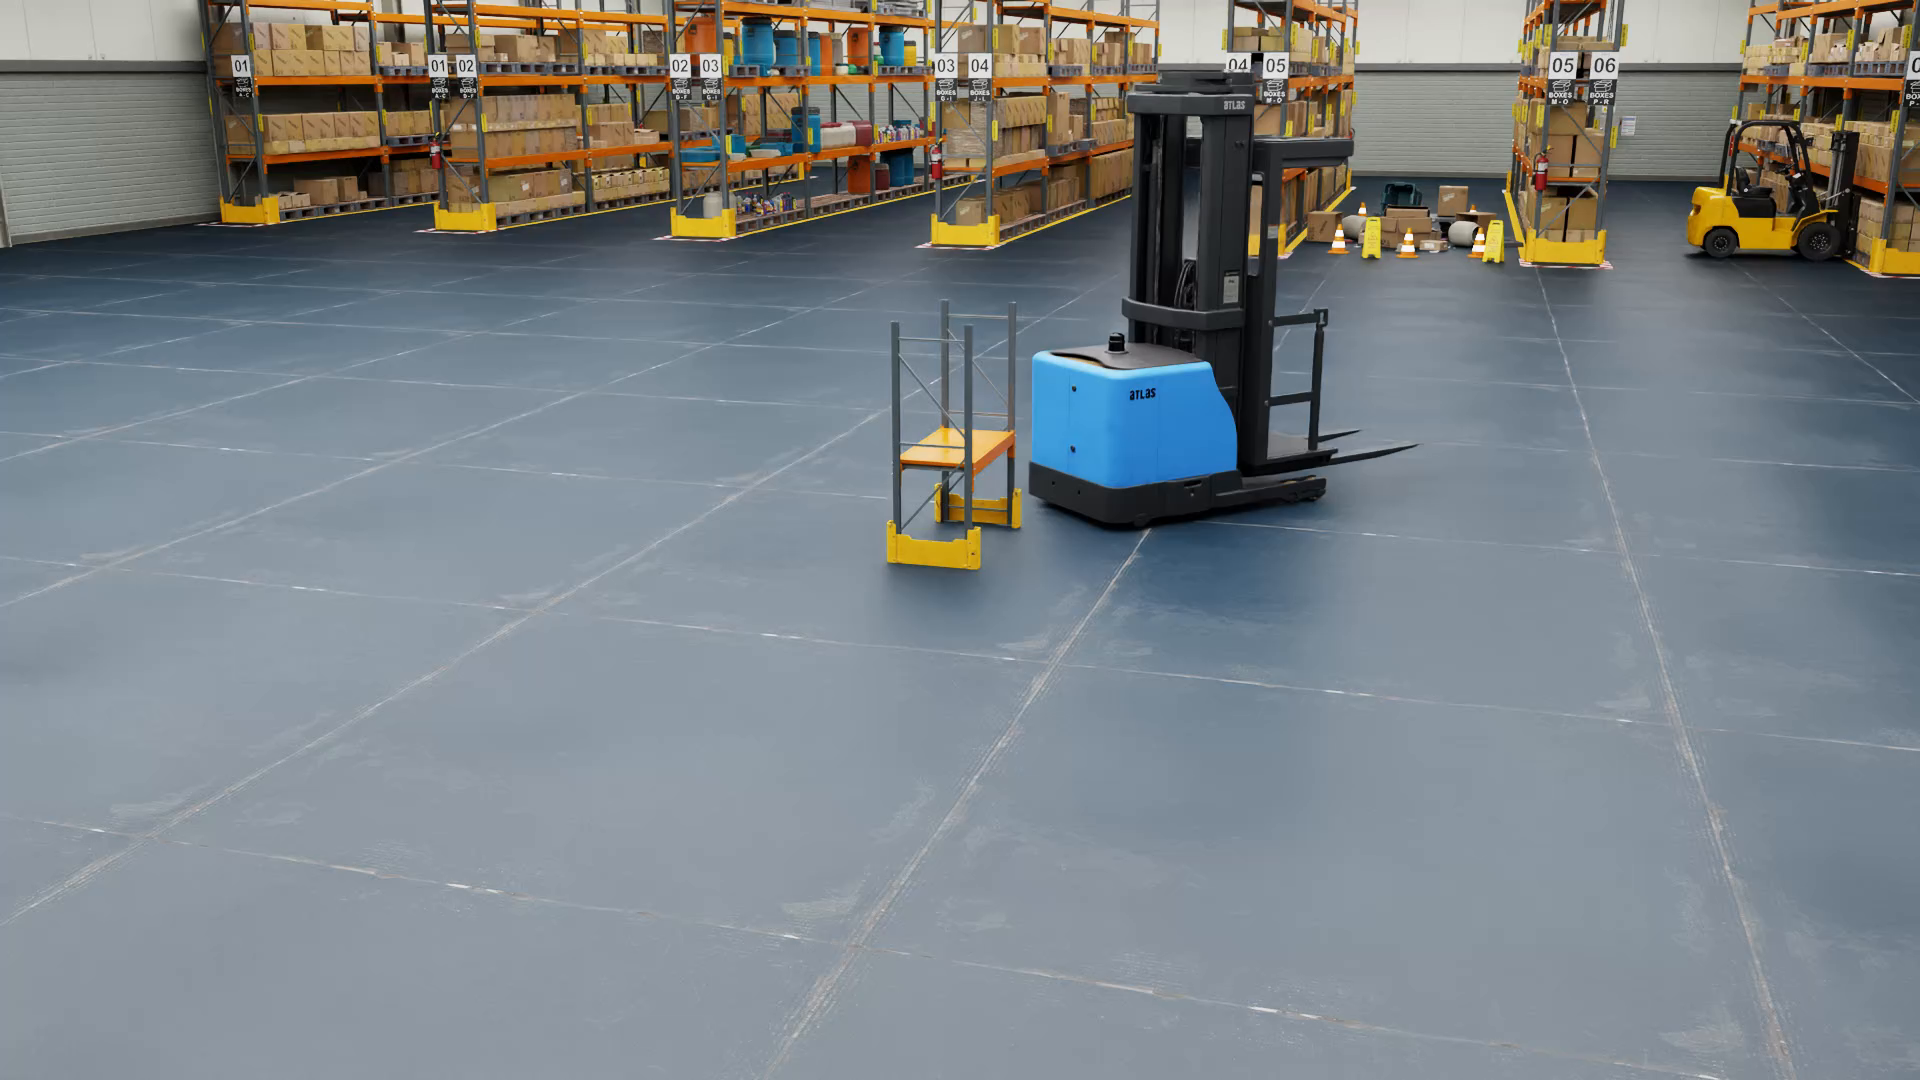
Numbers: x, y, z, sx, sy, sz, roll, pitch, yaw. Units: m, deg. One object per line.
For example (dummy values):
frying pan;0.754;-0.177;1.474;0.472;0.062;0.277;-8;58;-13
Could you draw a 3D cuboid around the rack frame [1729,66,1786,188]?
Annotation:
rack frame;18.878;-9.651;39.358;1.000;3.000;0.127;5;16;16

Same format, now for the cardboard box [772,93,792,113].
cardboard box;-4.886;-11.832;45.031;0.500;0.500;0.500;5;17;17

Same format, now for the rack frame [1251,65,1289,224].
rack frame;4.796;-6.206;27.214;1.000;3.000;0.127;5;16;16

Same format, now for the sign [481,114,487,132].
sign;-8.897;-7.797;31.089;0.100;0.325;0.005;5;16;16

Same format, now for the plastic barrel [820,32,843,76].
plastic barrel;-2.847;-10.581;36.220;0.600;0.901;0.600;0;16;0

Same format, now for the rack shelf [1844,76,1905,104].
rack shelf;14.899;-7.085;26.134;1.077;0.370;4.000;5;16;16

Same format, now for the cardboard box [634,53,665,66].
cardboard box;-7.062;-11.088;38.743;0.910;0.500;0.500;5;16;16

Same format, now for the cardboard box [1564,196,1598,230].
cardboard box;10.072;-5.285;26.860;0.500;0.500;0.500;4;16;14

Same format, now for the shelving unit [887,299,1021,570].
shelving unit;-0.022;-0.702;10.554;0.587;1.500;1.083;5;16;16

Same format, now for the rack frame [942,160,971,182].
rack frame;-0.132;-11.188;44.775;1.000;3.000;0.127;5;16;16

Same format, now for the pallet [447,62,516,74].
pallet;-9.201;-8.970;31.623;1.003;0.211;1.213;5;16;16

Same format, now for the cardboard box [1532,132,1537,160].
cardboard box;10.040;-6.730;28.330;0.500;0.500;0.500;4;16;15

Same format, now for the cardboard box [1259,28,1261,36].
cardboard box;4.856;-8.542;27.998;0.380;0.149;0.250;5;17;16

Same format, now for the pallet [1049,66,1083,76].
pallet;1.776;-9.442;33.467;1.213;0.211;1.003;5;16;16

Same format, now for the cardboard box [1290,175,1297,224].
cardboard box;5.687;-6.274;30.575;0.875;0.875;0.875;5;17;17

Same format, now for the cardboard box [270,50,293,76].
cardboard box;-13.656;-9.476;33.026;0.500;0.500;0.500;6;17;20

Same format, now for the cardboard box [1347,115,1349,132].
cardboard box;9.311;-10.312;40.959;0.500;0.500;0.500;4;16;15

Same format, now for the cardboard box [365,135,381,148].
cardboard box;-12.885;-8.606;35.913;0.500;0.250;0.500;5;16;16

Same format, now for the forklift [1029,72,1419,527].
forklift;2.006;-1.776;11.721;3.031;2.935;1.130;-10;18;-31

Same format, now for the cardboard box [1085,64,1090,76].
cardboard box;2.443;-9.938;35.148;0.500;0.250;0.500;5;16;16

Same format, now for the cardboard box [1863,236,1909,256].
cardboard box;14.162;-4.492;25.438;0.500;0.250;0.500;5;17;16

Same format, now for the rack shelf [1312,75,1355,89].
rack shelf;8.775;-10.966;39.816;1.077;0.370;4.000;5;16;16

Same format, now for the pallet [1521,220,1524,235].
pallet;10.928;-5.758;30.742;1.003;0.211;1.213;5;16;16

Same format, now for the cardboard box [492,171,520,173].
cardboard box;-9.147;-7.183;33.554;0.500;0.500;0.500;5;16;16

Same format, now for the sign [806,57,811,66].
sign;-3.018;-9.450;33.136;0.100;0.325;0.005;5;16;16

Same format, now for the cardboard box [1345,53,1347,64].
cardboard box;8.720;-11.195;38.662;0.500;0.250;0.500;5;16;16

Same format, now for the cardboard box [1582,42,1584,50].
cardboard box;9.924;-7.699;25.979;0.380;0.149;0.250;5;16;16

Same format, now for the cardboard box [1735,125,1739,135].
cardboard box;18.491;-9.624;38.993;0.500;0.250;0.500;5;17;16

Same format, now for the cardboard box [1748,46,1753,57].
cardboard box;18.348;-11.177;38.056;0.500;0.250;0.500;5;16;15

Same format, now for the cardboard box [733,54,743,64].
cardboard box;-5.641;-12.246;42.367;0.500;0.250;0.500;5;16;16

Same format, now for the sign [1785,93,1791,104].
sign;19.404;-10.312;38.987;0.100;0.325;0.005;5;16;16

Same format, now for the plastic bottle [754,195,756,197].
plastic bottle;-4.119;-6.813;33.539;0.152;0.276;0.135;5;17;18

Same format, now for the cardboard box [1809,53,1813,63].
cardboard box;16.214;-9.071;31.292;0.380;0.166;0.250;5;16;16

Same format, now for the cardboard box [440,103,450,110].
cardboard box;-12.051;-10.257;39.315;0.380;0.149;0.250;2;16;7

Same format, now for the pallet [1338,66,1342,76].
pallet;7.929;-10.545;37.358;1.213;0.211;1.003;5;16;16

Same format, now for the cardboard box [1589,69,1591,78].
cardboard box;9.977;-7.233;25.796;0.380;0.149;0.250;5;16;16

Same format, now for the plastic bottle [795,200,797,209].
plastic bottle;-3.347;-6.794;33.609;0.097;0.201;0.097;0;16;0

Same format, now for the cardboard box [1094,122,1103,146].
cardboard box;2.886;-9.000;36.879;0.500;0.500;0.500;4;16;14

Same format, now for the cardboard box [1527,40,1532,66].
cardboard box;11.944;-9.909;33.818;0.700;0.500;0.500;4;16;13

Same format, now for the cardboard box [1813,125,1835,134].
cardboard box;15.875;-7.519;30.470;0.380;0.149;0.250;5;17;17

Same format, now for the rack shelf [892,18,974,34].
rack shelf;-0.701;-13.012;42.265;1.077;0.370;4.000;5;16;16

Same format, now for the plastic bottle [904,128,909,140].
plastic bottle;-1.318;-9.726;39.849;0.152;0.276;0.135;5;16;16

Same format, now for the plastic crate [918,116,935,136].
plastic crate;-0.775;-10.415;41.824;0.402;0.464;0.583;5;16;16

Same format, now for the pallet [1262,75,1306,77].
pallet;6.146;-8.848;31.379;0.805;0.209;1.217;4;16;14

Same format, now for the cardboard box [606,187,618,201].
cardboard box;-7.792;-7.532;36.158;0.500;0.250;0.500;5;17;17

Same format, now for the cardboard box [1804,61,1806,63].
cardboard box;16.567;-9.299;32.162;0.380;0.149;0.250;4;16;15

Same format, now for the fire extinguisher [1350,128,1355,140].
fire extinguisher;9.857;-10.206;42.140;0.296;0.674;0.183;5;16;16

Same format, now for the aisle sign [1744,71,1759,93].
aisle sign;18.616;-10.942;39.147;0.394;0.787;0.004;5;16;16

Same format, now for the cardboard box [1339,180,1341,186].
cardboard box;9.093;-8.724;40.546;0.380;0.149;0.250;5;17;17

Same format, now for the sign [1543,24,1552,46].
sign;9.045;-7.766;25.594;0.100;0.325;0.005;5;16;16

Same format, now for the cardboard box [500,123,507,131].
cardboard box;-8.965;-7.967;32.050;0.380;0.149;0.250;5;16;16

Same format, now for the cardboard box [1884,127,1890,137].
cardboard box;14.320;-6.216;25.330;0.380;0.149;0.250;5;17;17
